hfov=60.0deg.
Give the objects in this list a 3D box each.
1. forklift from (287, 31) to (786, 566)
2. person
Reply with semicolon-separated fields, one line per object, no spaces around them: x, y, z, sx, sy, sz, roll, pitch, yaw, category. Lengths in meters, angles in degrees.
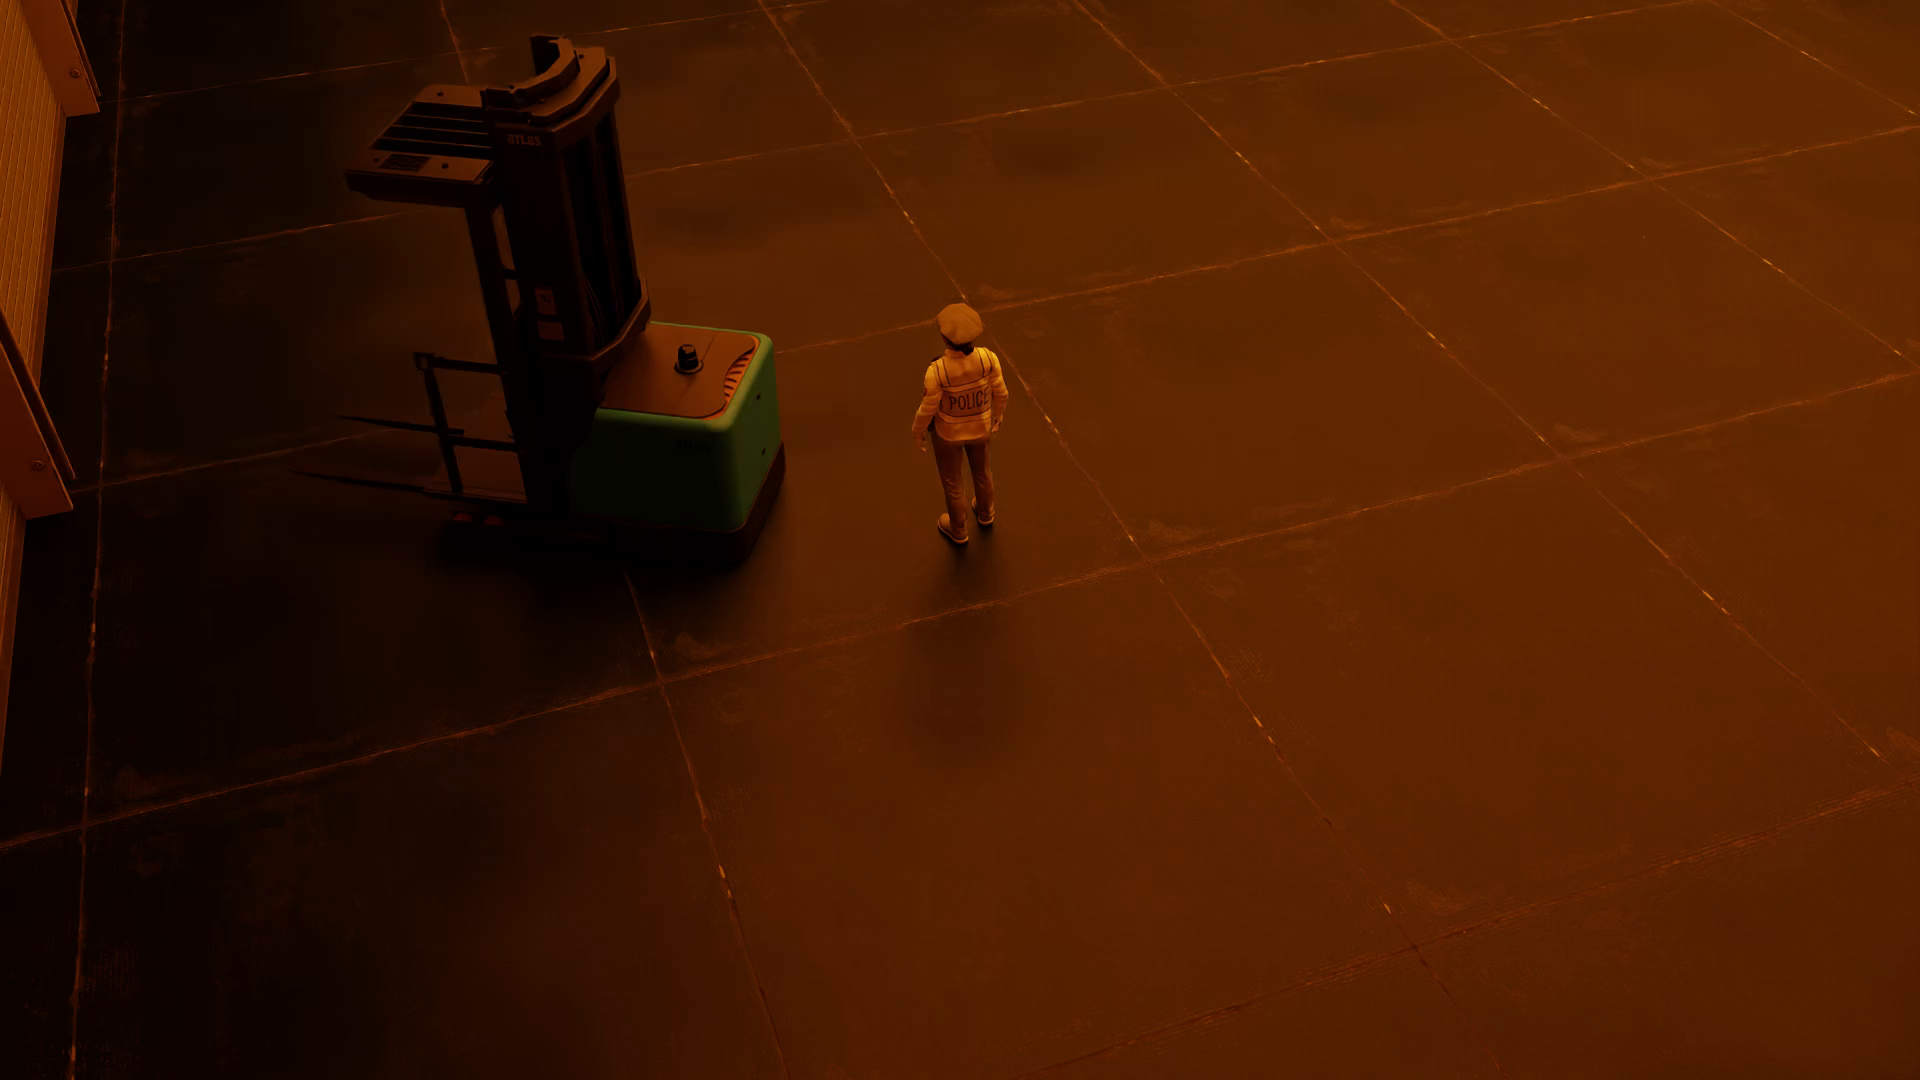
-2.690;-1.429;9.698;3.031;2.935;1.130;7;41;8;forklift
-0.018;-0.698;9.778;0.587;1.694;0.529;-13;42;-15;person
